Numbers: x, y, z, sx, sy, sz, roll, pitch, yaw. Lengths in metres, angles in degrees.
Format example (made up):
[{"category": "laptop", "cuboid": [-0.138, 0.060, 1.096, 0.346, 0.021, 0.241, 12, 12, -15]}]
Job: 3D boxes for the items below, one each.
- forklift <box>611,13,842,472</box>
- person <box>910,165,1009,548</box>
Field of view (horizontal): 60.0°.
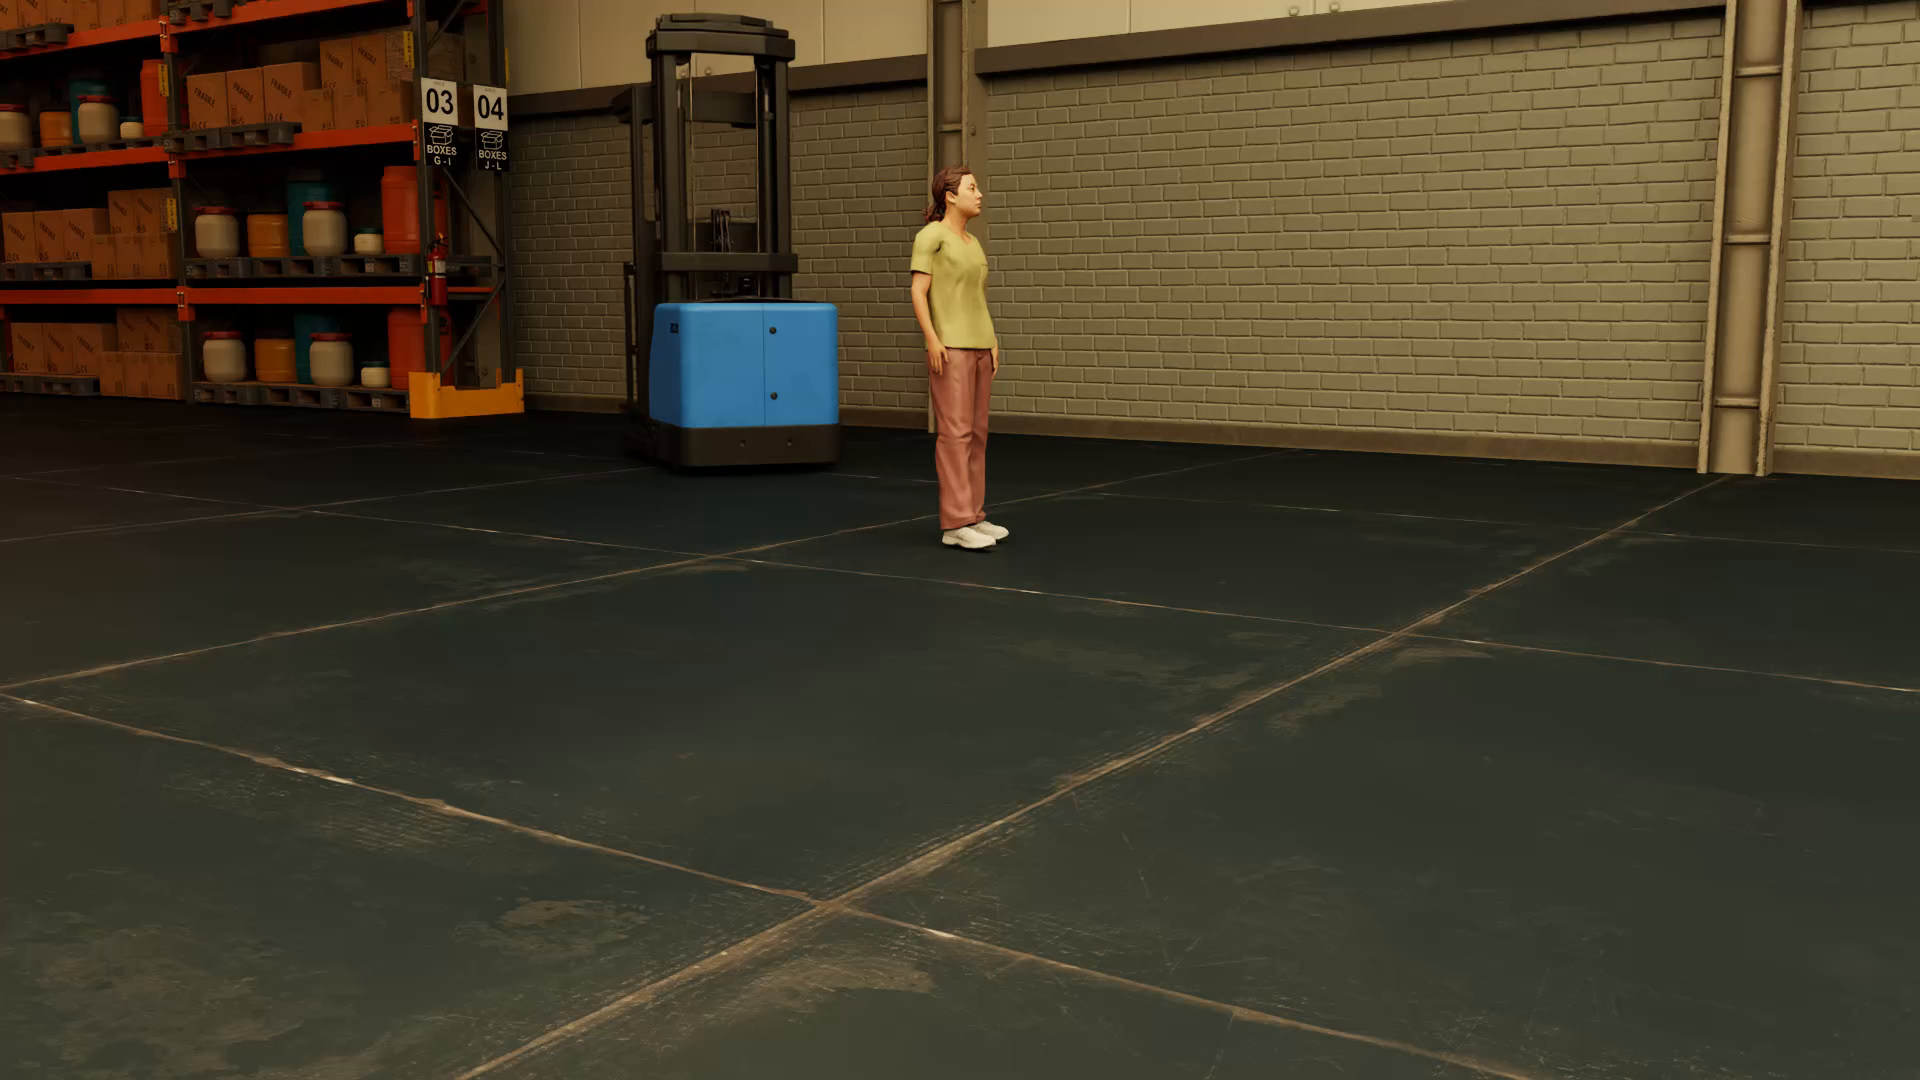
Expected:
[{"category": "forklift", "cuboid": [-1.785, -2.051, 11.614, 1.130, 2.935, 3.031, -3, 9, -22]}, {"category": "person", "cuboid": [0.054, -0.830, 7.434, 0.549, 1.675, 0.553, 5, 10, 34]}]
